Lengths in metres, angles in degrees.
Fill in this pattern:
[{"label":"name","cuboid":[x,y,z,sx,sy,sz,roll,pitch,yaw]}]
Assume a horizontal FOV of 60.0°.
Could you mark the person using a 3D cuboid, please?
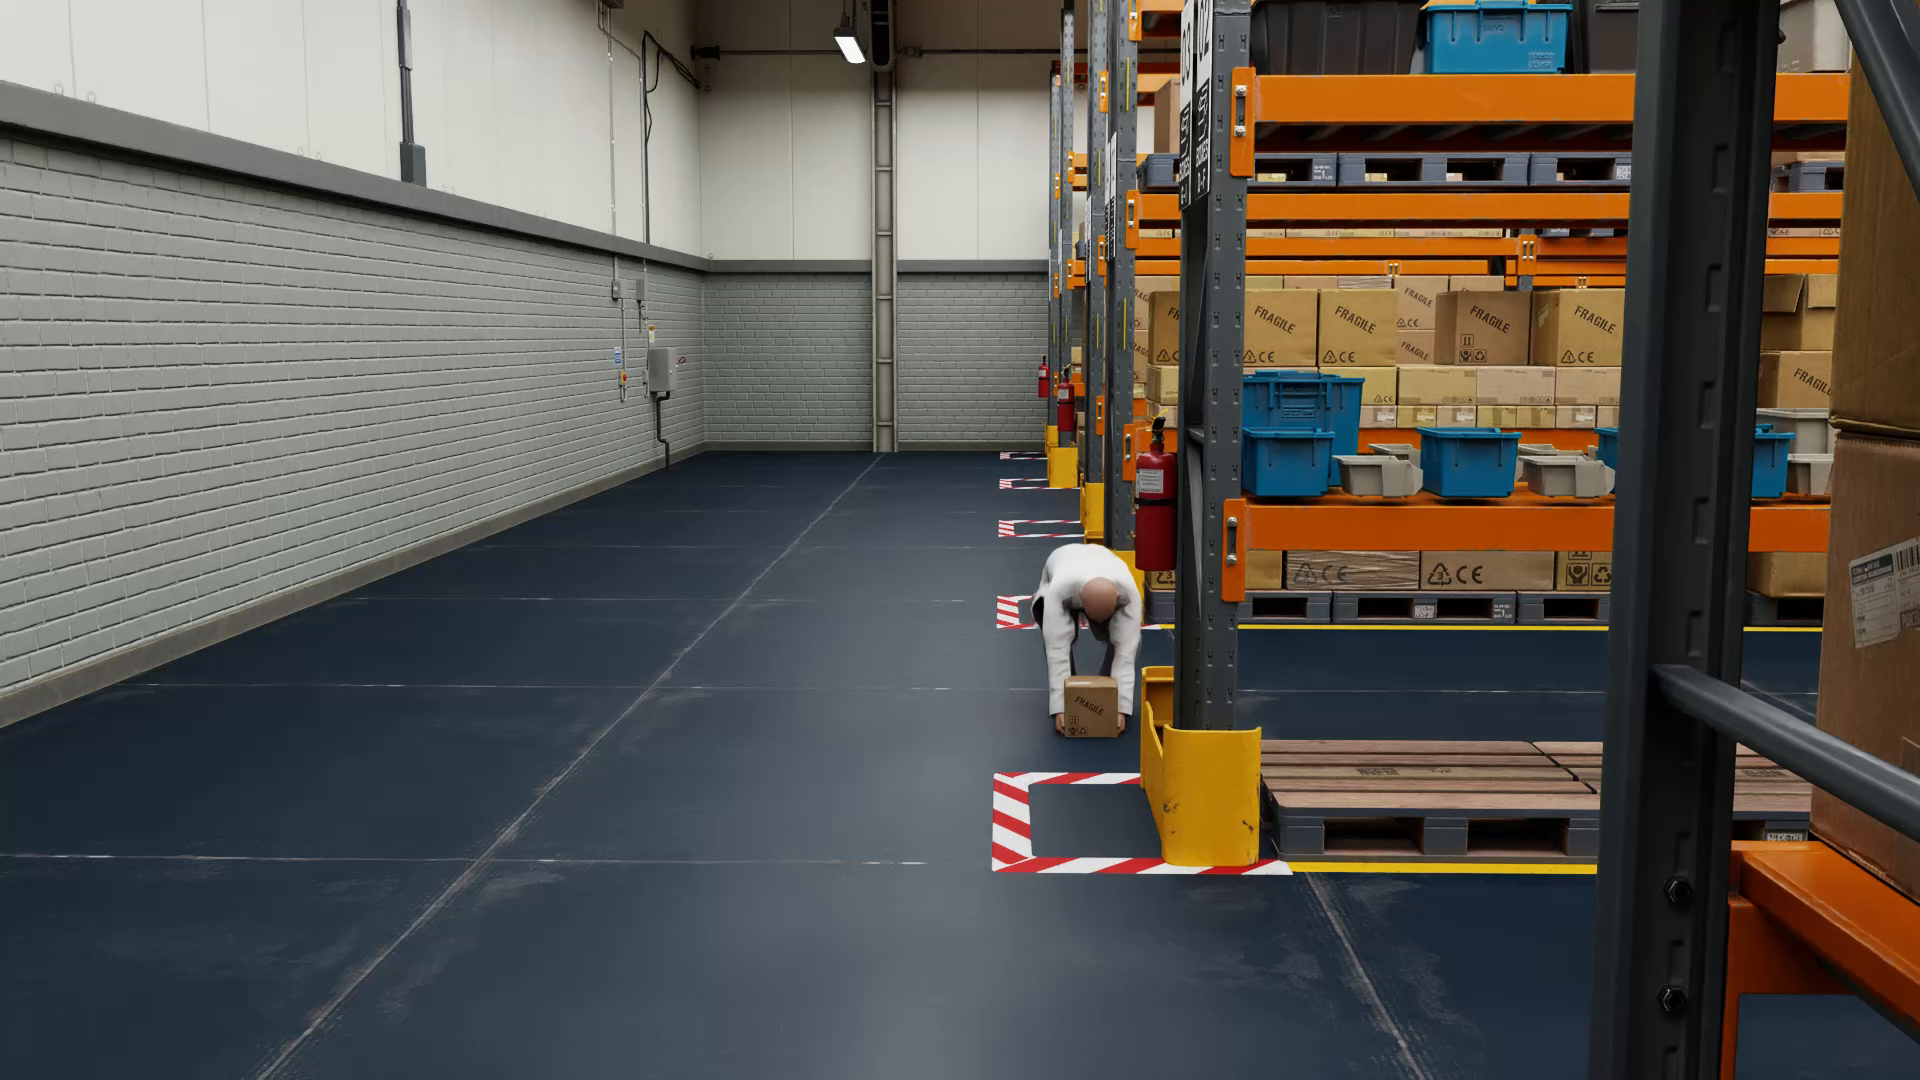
[{"label":"person","cuboid":[0.648,0.472,8.348,0.585,0.874,0.954,0,7,-1]}]
